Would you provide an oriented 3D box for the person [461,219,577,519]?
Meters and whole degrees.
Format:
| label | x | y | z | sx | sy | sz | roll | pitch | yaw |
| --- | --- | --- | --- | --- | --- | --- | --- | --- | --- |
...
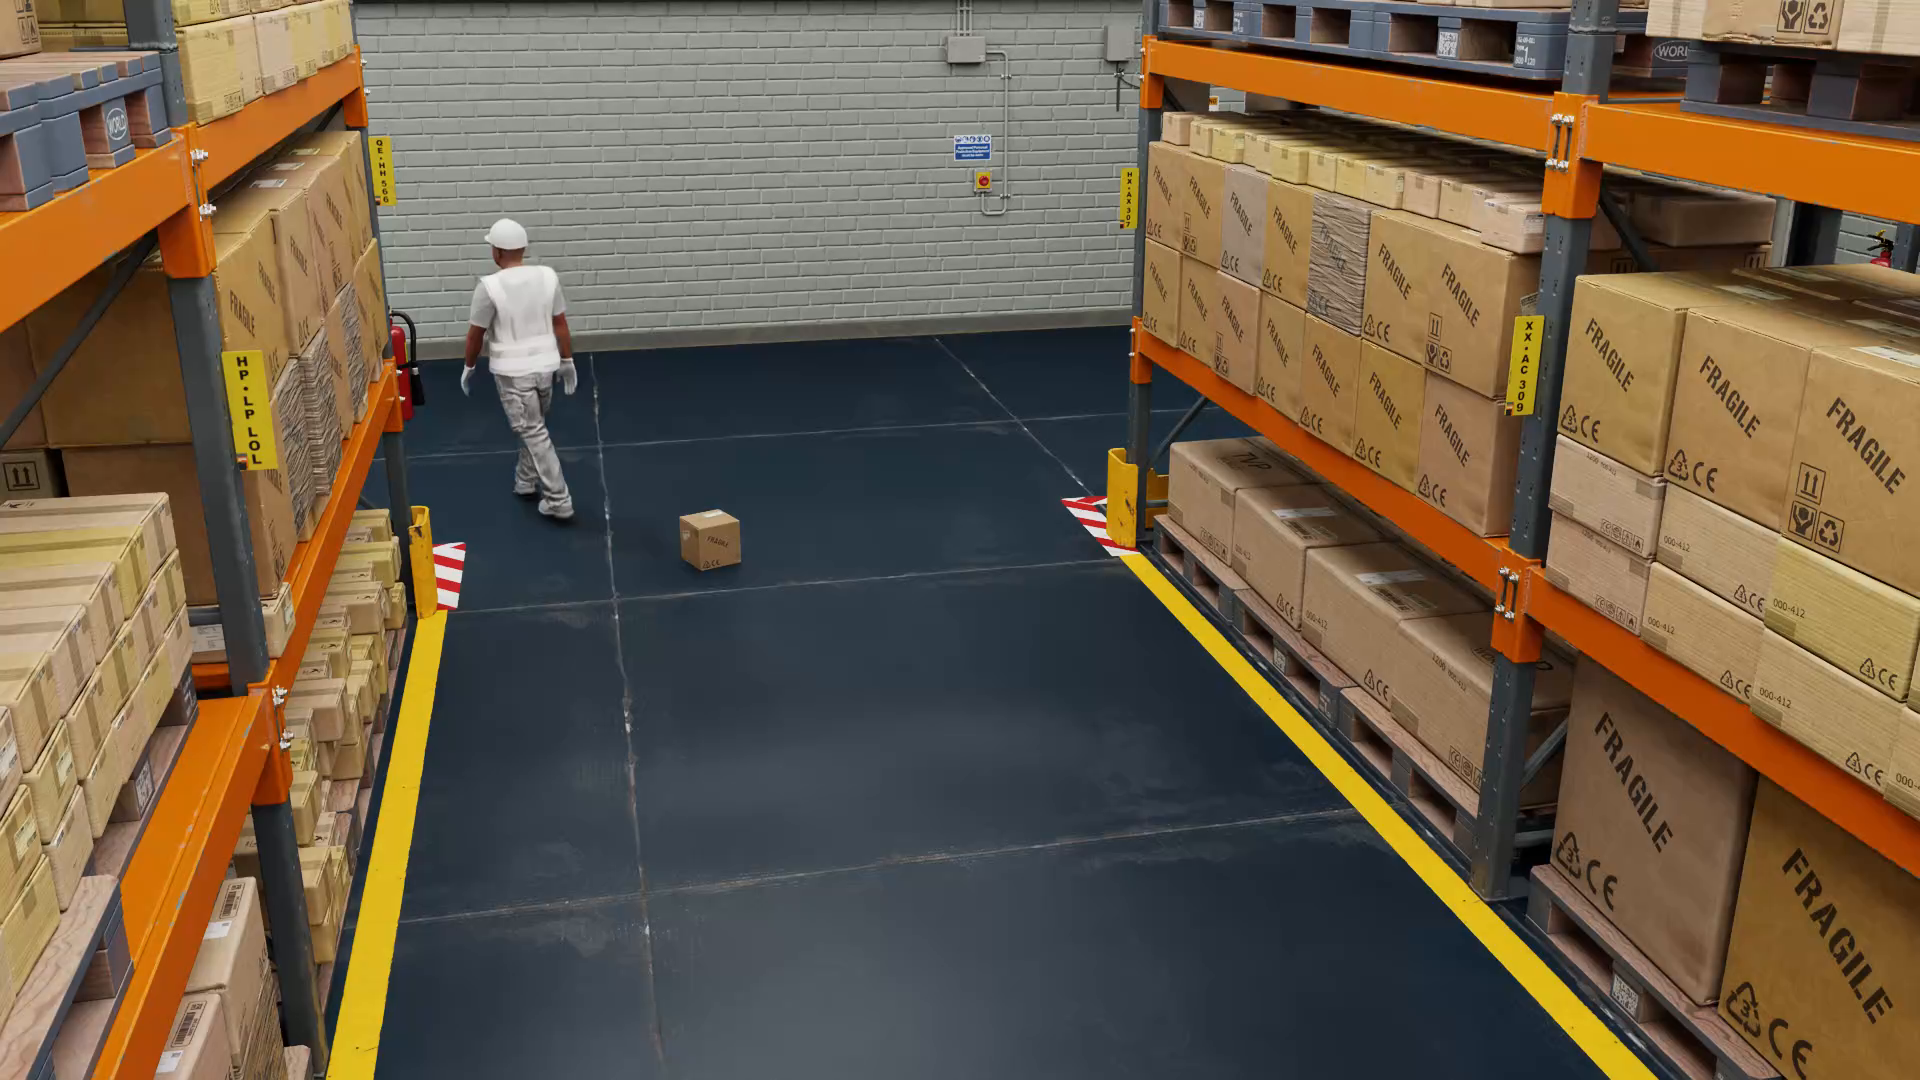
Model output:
| label | x | y | z | sx | sy | sz | roll | pitch | yaw |
| --- | --- | --- | --- | --- | --- | --- | --- | --- | --- |
| person | -2.657 | -1.018 | 9.899 | 0.850 | 1.779 | 0.591 | 17 | 26 | 40 |
